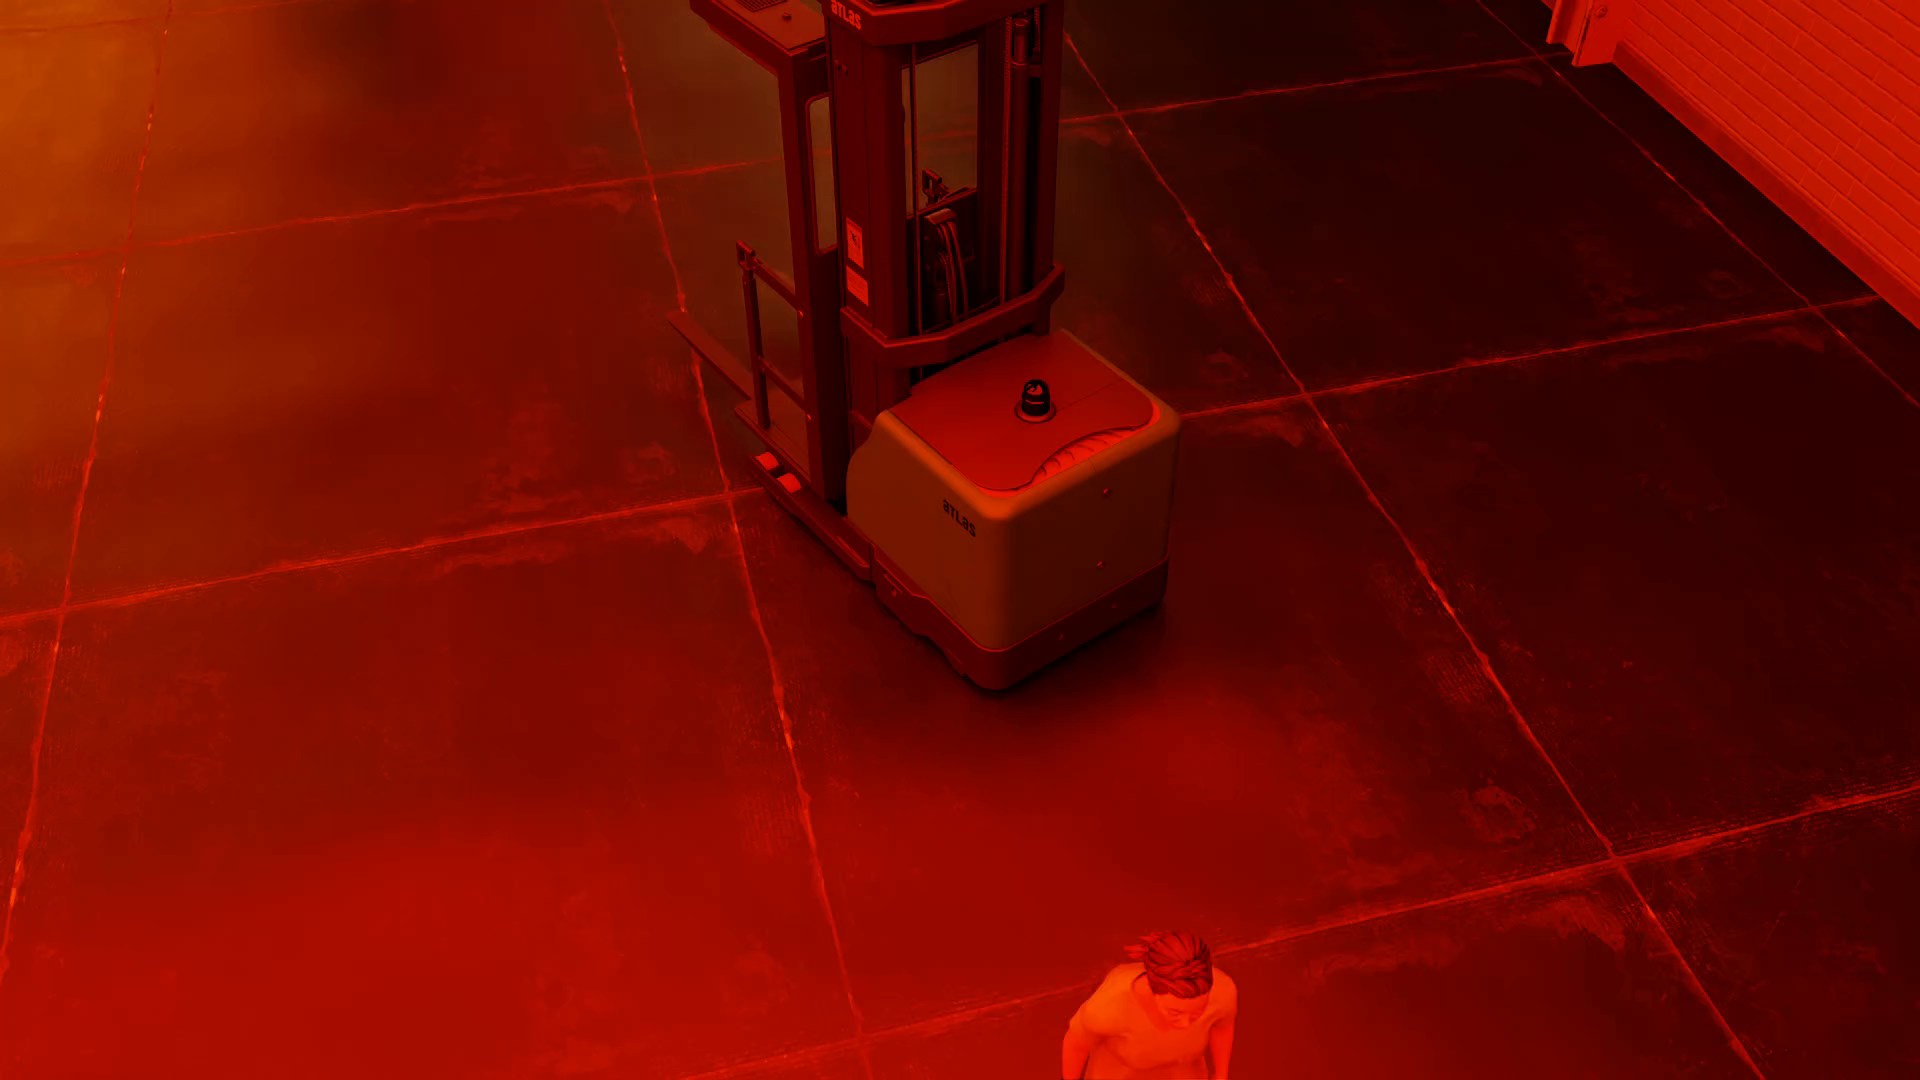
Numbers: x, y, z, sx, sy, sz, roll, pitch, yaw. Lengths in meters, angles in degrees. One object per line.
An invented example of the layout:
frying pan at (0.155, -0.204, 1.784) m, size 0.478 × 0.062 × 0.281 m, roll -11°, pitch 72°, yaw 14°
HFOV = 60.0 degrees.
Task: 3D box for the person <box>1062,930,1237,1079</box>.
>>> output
person at (0.546, 1.616, 4.852) m, size 0.502 × 1.673 × 0.352 m, roll -6°, pitch 44°, yaw -6°

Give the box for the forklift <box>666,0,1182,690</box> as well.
forklift at (-0.366, -1.399, 7.126) m, size 1.130 × 2.935 × 3.031 m, roll -27°, pitch 50°, yaw -26°
